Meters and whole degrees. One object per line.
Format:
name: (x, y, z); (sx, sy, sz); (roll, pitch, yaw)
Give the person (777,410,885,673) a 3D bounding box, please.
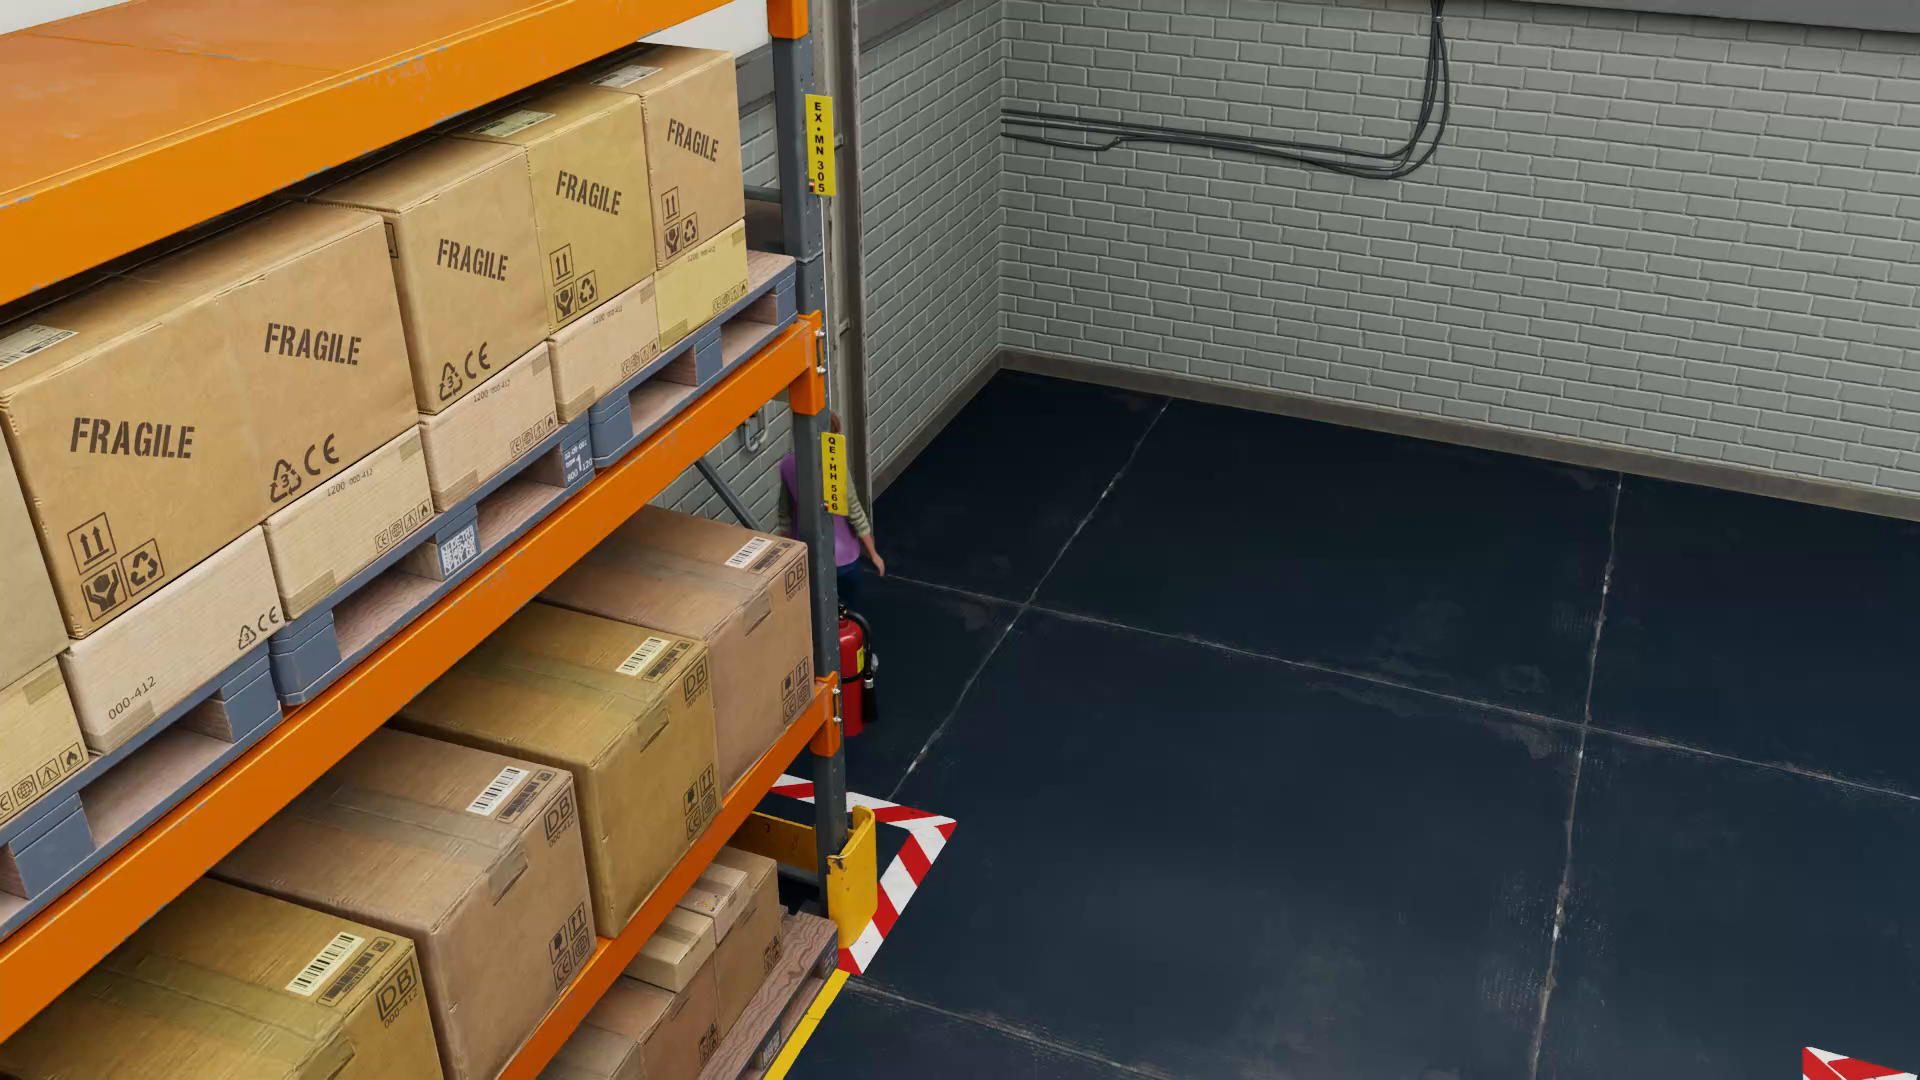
person: (-0.645, 0.063, 8.247); (0.561, 1.591, 0.525); (10, 32, 17)
